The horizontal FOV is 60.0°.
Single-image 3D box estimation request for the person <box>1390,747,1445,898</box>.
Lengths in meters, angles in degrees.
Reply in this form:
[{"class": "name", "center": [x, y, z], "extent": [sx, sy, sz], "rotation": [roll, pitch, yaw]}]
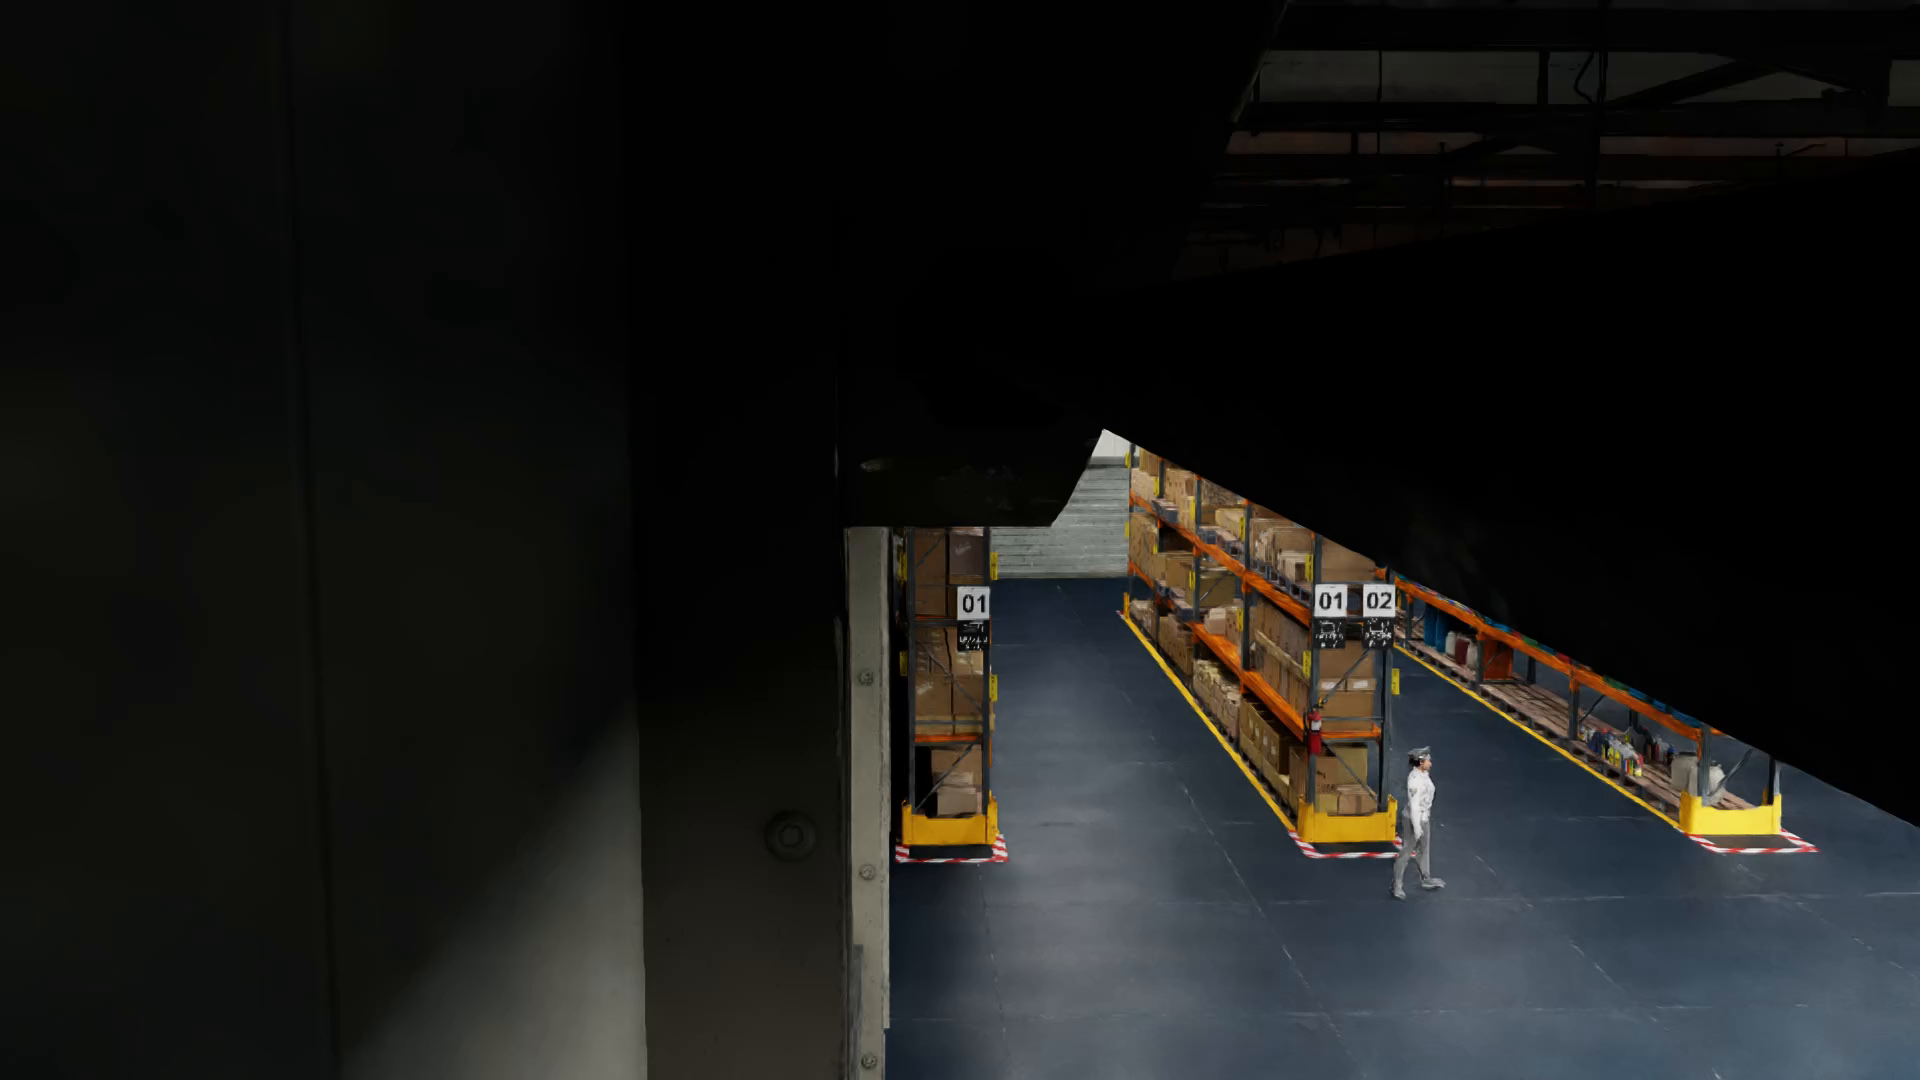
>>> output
[{"class": "person", "center": [5.127, 3.117, 18.594], "extent": [0.513, 1.676, 0.664], "rotation": [4, 8, 29]}]
